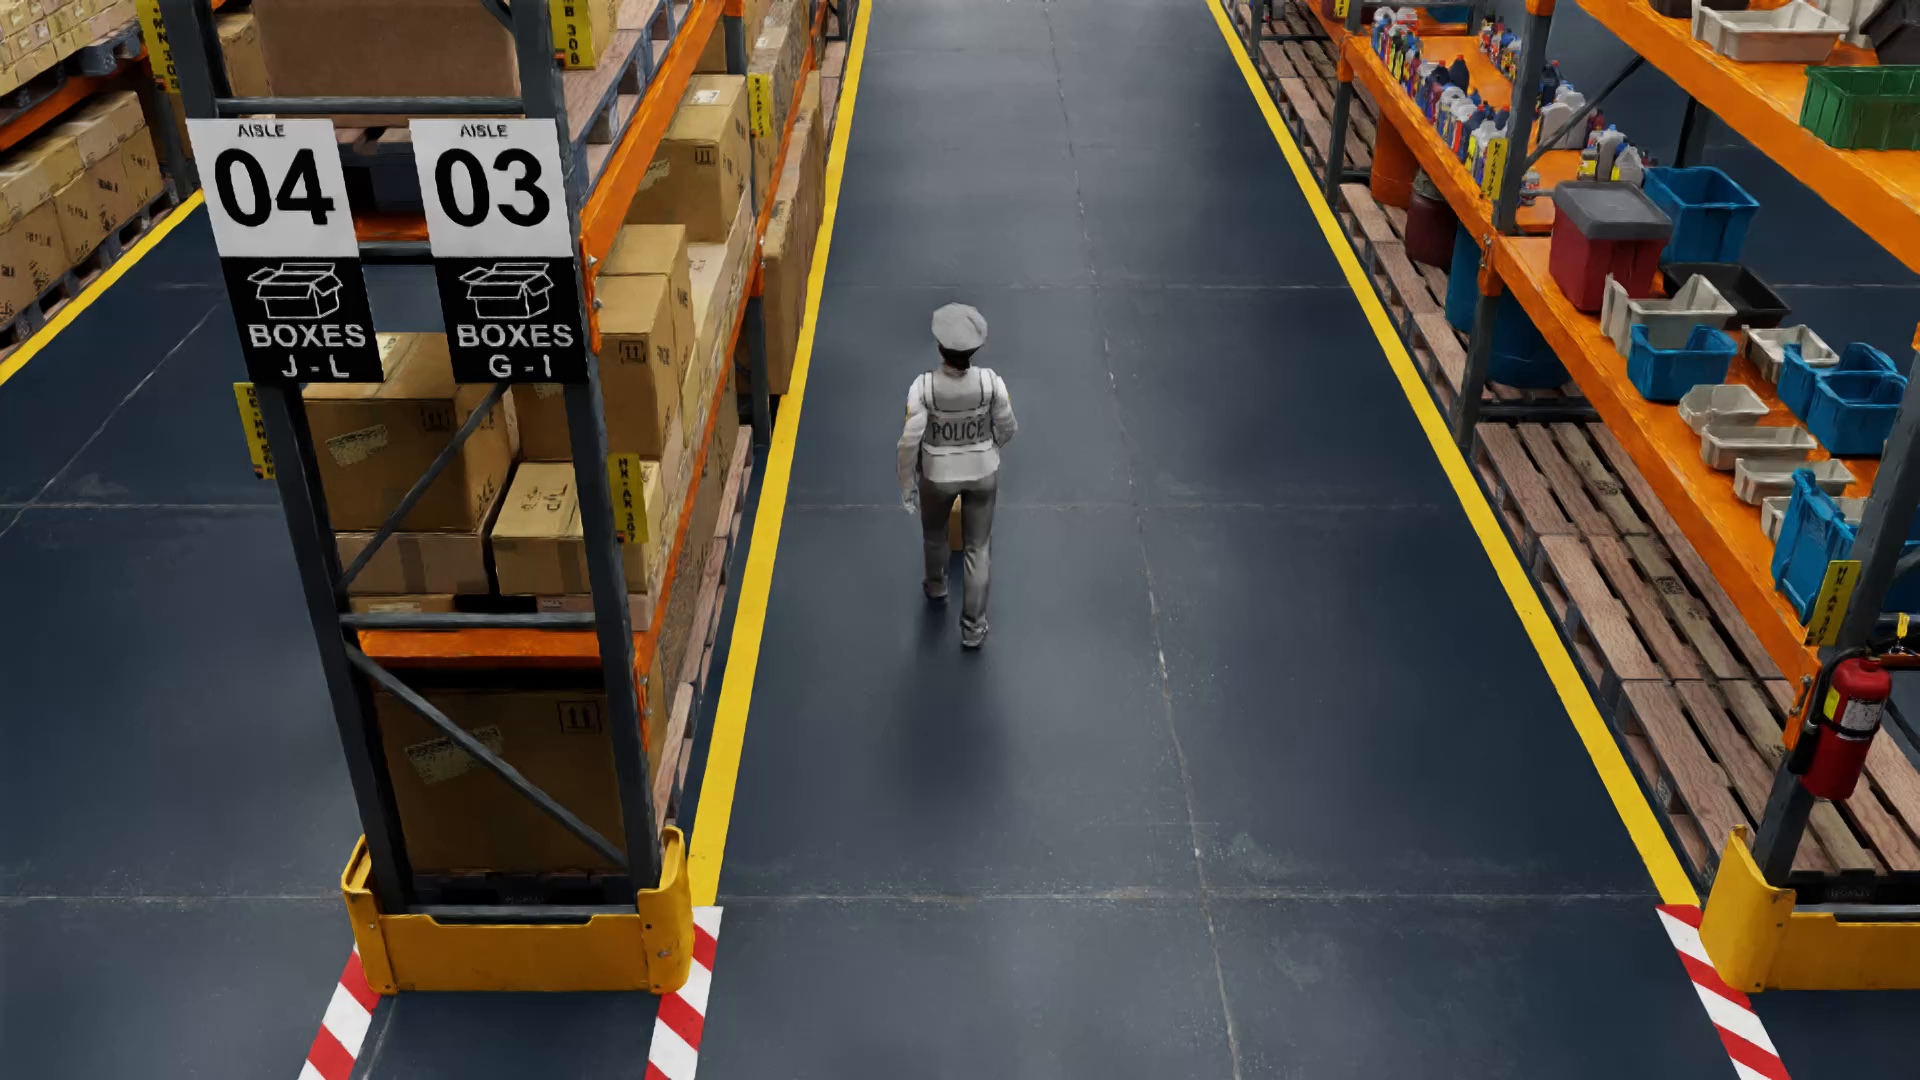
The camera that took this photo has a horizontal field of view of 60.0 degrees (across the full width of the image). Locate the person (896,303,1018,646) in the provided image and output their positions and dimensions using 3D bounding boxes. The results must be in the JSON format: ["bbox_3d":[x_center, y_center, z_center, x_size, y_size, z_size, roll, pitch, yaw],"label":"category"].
[{"bbox_3d":[-0.023,-0.351,7.718,0.559,1.712,0.688,-3,32,-4],"label":"person"}]
